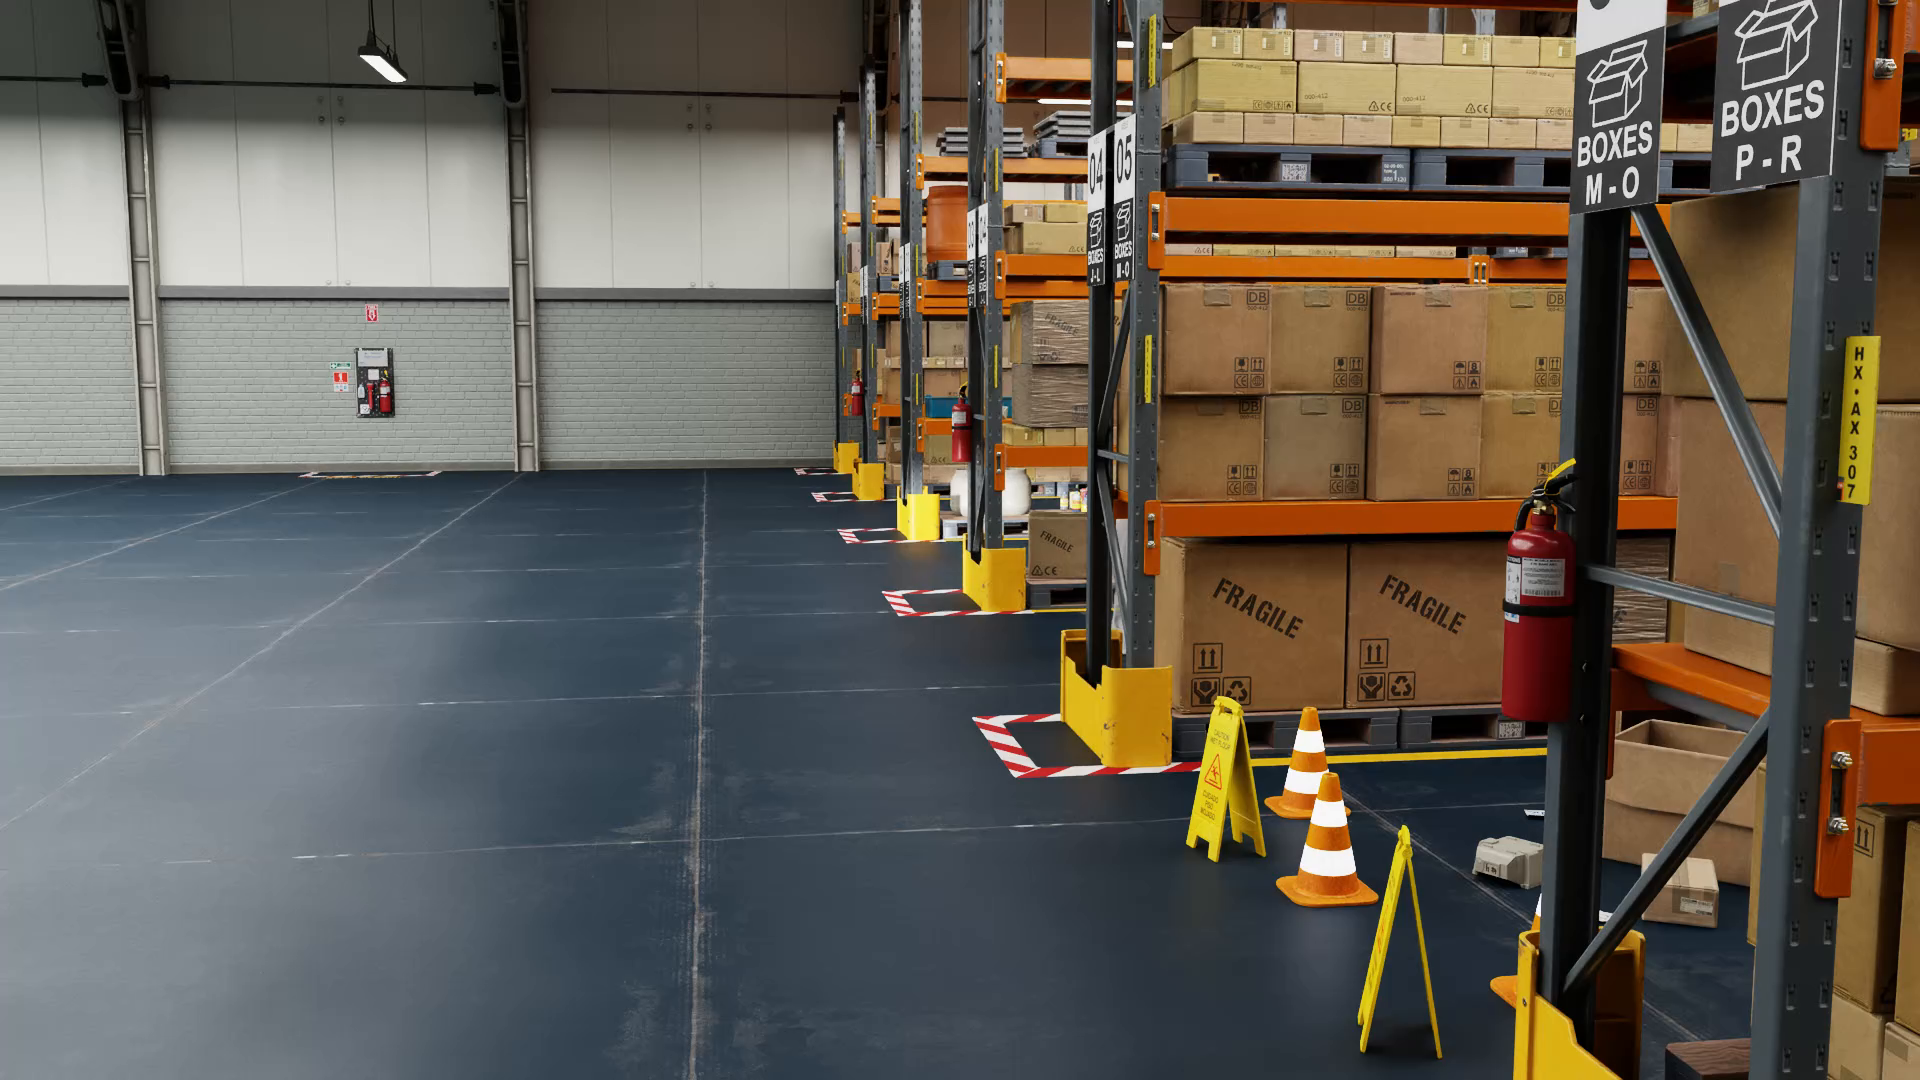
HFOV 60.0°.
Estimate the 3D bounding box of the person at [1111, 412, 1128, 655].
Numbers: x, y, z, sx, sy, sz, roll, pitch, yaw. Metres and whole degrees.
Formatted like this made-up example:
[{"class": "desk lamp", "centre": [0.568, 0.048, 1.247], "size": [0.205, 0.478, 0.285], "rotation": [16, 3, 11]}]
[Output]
[{"class": "person", "centre": [1.245, -0.060, 11.375], "size": [0.542, 1.668, 0.424], "rotation": [-1, 7, -9]}]
